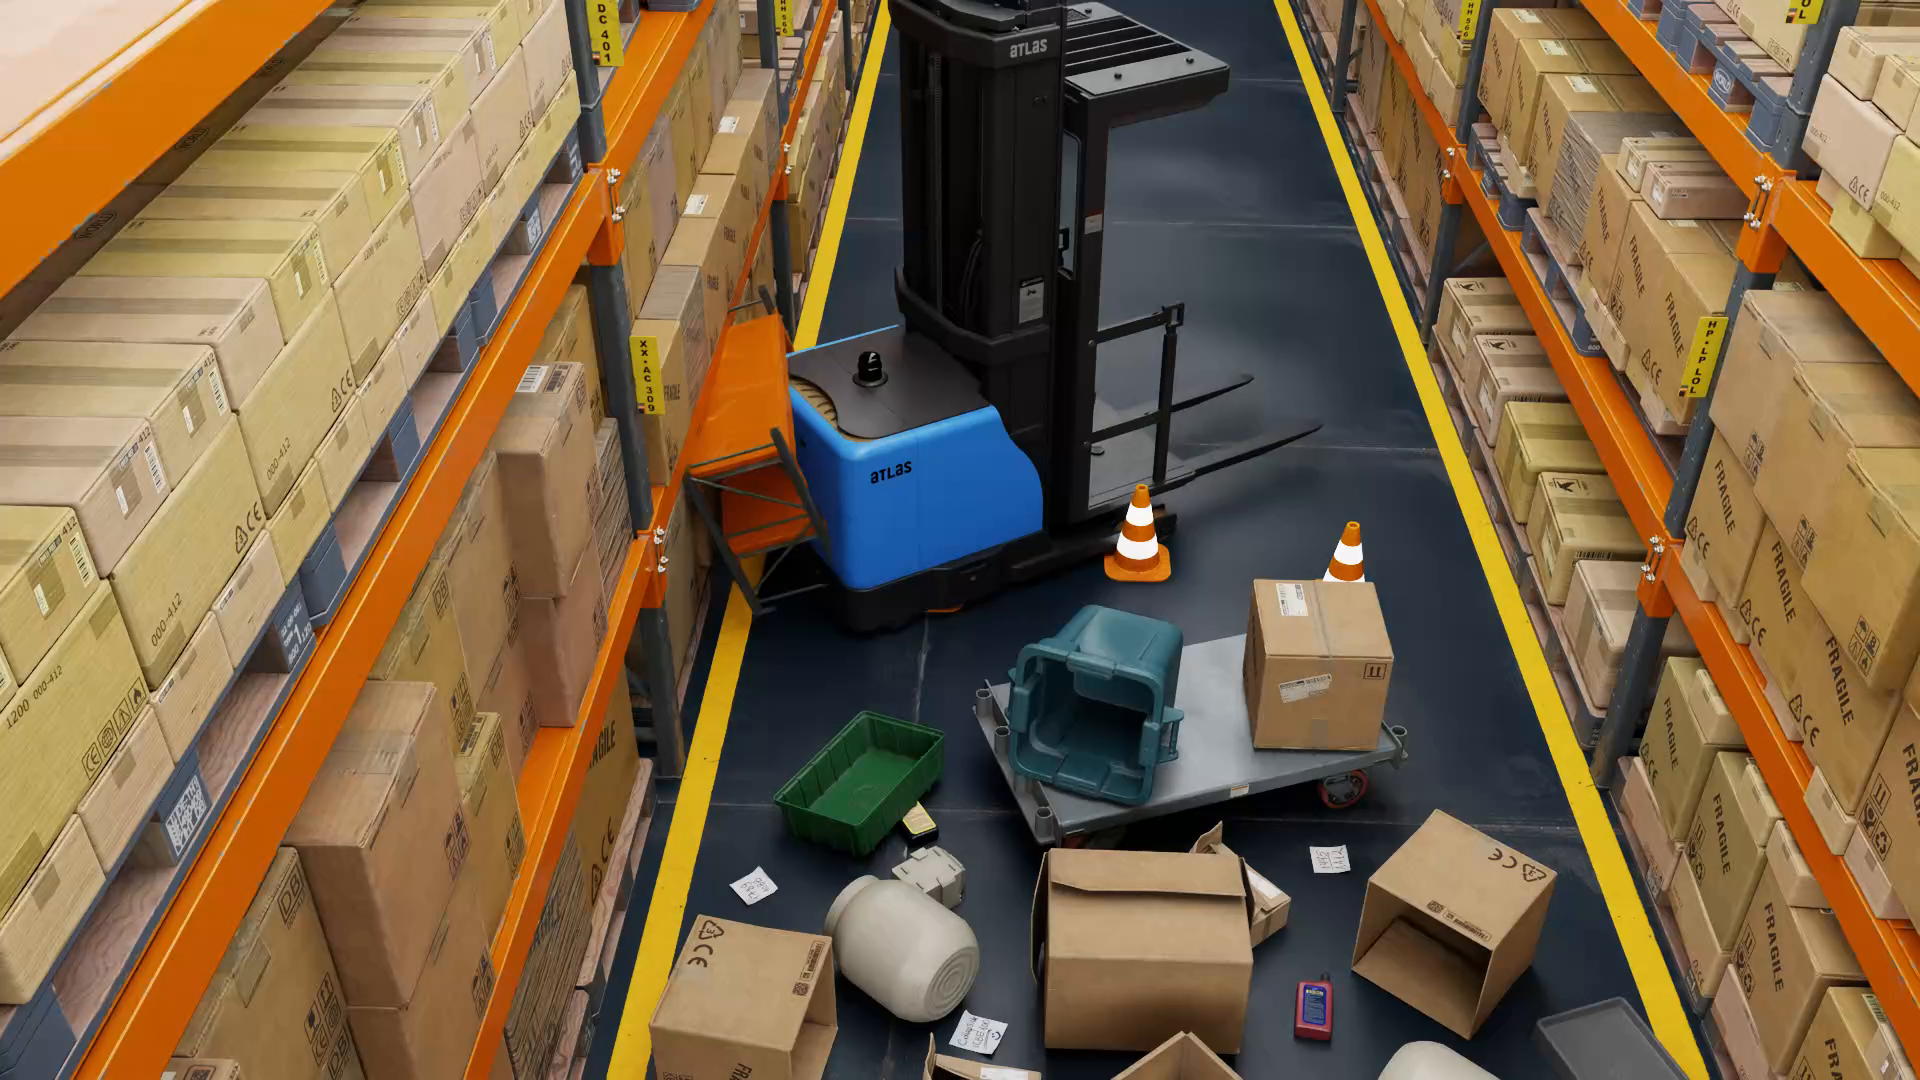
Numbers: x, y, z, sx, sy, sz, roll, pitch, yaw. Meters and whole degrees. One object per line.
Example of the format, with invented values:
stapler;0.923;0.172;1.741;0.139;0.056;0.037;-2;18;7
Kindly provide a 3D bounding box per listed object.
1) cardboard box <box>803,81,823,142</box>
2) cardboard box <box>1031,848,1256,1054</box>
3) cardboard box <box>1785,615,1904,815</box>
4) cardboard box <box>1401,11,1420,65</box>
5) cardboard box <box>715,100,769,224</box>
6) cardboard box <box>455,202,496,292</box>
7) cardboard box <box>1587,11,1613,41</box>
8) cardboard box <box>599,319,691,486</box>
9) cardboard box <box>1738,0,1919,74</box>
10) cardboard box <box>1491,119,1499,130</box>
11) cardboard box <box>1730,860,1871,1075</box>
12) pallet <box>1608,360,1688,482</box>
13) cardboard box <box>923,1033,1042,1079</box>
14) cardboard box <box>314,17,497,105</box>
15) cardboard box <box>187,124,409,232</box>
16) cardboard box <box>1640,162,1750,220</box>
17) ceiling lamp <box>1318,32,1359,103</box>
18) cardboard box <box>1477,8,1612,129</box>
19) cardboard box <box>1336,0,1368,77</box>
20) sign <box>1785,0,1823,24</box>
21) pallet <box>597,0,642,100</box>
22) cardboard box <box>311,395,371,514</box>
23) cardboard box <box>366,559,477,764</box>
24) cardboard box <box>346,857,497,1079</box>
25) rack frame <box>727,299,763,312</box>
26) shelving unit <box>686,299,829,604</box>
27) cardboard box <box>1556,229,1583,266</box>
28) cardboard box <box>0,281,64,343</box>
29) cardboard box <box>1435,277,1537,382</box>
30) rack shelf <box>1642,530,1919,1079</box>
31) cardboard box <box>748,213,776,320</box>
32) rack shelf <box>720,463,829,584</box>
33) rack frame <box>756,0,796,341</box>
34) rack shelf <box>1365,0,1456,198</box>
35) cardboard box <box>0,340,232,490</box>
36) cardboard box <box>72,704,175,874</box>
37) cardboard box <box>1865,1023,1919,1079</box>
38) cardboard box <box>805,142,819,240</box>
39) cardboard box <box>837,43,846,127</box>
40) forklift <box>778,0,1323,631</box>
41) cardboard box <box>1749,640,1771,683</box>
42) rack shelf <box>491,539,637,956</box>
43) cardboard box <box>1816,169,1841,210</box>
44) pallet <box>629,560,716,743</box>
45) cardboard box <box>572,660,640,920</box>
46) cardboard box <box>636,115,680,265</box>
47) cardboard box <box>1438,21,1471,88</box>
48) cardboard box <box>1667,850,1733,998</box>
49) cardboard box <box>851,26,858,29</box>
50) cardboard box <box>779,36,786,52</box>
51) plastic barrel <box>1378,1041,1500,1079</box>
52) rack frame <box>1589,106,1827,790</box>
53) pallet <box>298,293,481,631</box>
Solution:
cardboard box;-1.223;-2.952;11.443;0.500;0.250;0.500;2;35;2
cardboard box;0.653;1.484;6.029;0.797;0.637;0.503;1;35;2
cardboard box;2.918;0.486;5.050;0.500;0.500;0.500;1;35;1
cardboard box;3.207;-3.291;10.901;0.500;0.250;0.500;1;35;1
cardboard box;-1.317;-2.019;8.873;0.500;0.500;0.500;1;35;2
cardboard box;-1.442;-0.769;4.338;0.380;0.149;0.250;2;35;3
cardboard box;3.664;-2.540;8.991;0.500;0.500;0.500;0;35;1
cardboard box;-1.416;-0.568;6.809;0.500;0.500;0.500;2;35;2
cardboard box;3.123;-1.852;5.879;0.500;0.250;0.500;1;35;1
cardboard box;3.206;-2.360;9.298;0.380;0.149;0.250;-1;35;-1
cardboard box;2.918;1.409;5.455;0.500;0.500;0.500;3;35;4
pallet;3.420;-0.533;7.012;1.003;0.211;1.213;1;35;2
cardboard box;0.065;1.917;5.737;0.396;0.266;0.258;7;36;10
cardboard box;-1.434;-1.244;4.322;0.380;0.149;0.250;2;35;3
cardboard box;-1.463;-0.805;3.696;0.380;0.149;0.250;2;35;2
cardboard box;3.085;-3.055;8.316;0.402;1.117;4.483;0;35;1
ceiling lamp;3.674;-4.066;14.297;1.003;0.211;1.213;1;35;2
cardboard box;3.155;-2.555;9.011;0.500;0.500;0.500;0;35;1
cardboard box;3.698;-4.253;14.002;0.875;0.438;0.875;1;35;1
sign;2.689;-1.786;5.227;0.100;0.325;0.005;1;35;2
pallet;-1.719;-1.908;6.360;0.805;0.209;1.217;0;35;0
cardboard box;-1.482;-0.185;3.508;0.380;0.149;0.250;1;35;2
cardboard box;-1.834;0.407;4.438;0.875;0.550;0.500;1;35;2
cardboard box;-1.749;1.156;4.312;0.875;0.550;0.550;1;35;2
rack frame;-1.037;-0.796;8.425;0.475;0.981;0.013;-15;47;5
shelving unit;-0.970;-0.429;8.079;0.538;0.981;1.030;-15;47;5
cardboard box;3.092;-1.433;7.979;0.380;0.149;0.250;2;35;3
cardboard box;-2.084;-0.297;3.321;0.500;0.250;0.500;1;35;2
cardboard box;3.372;-1.246;9.780;0.950;0.372;0.625;-1;35;-1
rack shelf;3.164;1.268;4.908;1.077;0.370;4.000;1;35;2
cardboard box;-1.660;-1.433;9.718;1.050;0.750;0.750;1;35;1
rack shelf;-0.911;-0.272;8.257;0.538;0.278;1.000;-15;47;5
rack frame;-1.546;-2.530;9.686;1.000;3.000;0.127;1;35;2
rack shelf;3.485;-3.328;11.448;1.077;0.370;4.000;1;35;2
cardboard box;-1.504;-0.217;2.861;0.380;0.149;0.250;2;35;2
cardboard box;-1.523;0.393;2.685;0.380;0.149;0.250;2;35;2
cardboard box;2.832;1.059;4.225;0.700;1.489;0.542;1;35;1
cardboard box;-1.246;-2.368;11.265;0.500;0.500;0.500;2;35;2
cardboard box;-1.163;-3.546;12.941;0.500;0.500;0.500;1;35;1
forklift;0.539;-1.345;8.137;3.031;2.843;1.129;-19;39;-24
cardboard box;2.972;0.401;5.735;0.380;0.149;0.250;1;35;2
rack shelf;-1.787;1.103;4.912;0.919;0.052;3.809;1;35;2
cardboard box;3.177;-0.379;4.236;0.858;0.149;2.833;1;35;2
pallet;-1.751;0.464;7.852;1.003;0.211;1.213;1;35;2
cardboard box;-1.801;0.826;6.395;0.875;0.875;0.875;2;35;3
cardboard box;-1.653;-1.553;7.340;0.700;0.500;0.500;2;35;2
cardboard box;3.457;-3.384;10.816;0.999;0.500;2.557;1;35;2
cardboard box;2.940;1.418;6.096;0.500;0.250;0.500;3;35;5
cardboard box;-1.080;-4.332;14.365;0.380;0.149;0.250;1;35;2
cardboard box;-1.305;-3.160;10.437;0.380;0.149;0.250;3;35;4
plastic barrel;1.653;1.955;5.546;0.512;0.421;0.421;28;44;33
rack frame;3.244;-0.175;6.336;1.000;3.000;0.127;1;35;2
pallet;-1.801;-0.254;3.916;1.003;0.211;1.213;1;35;2
